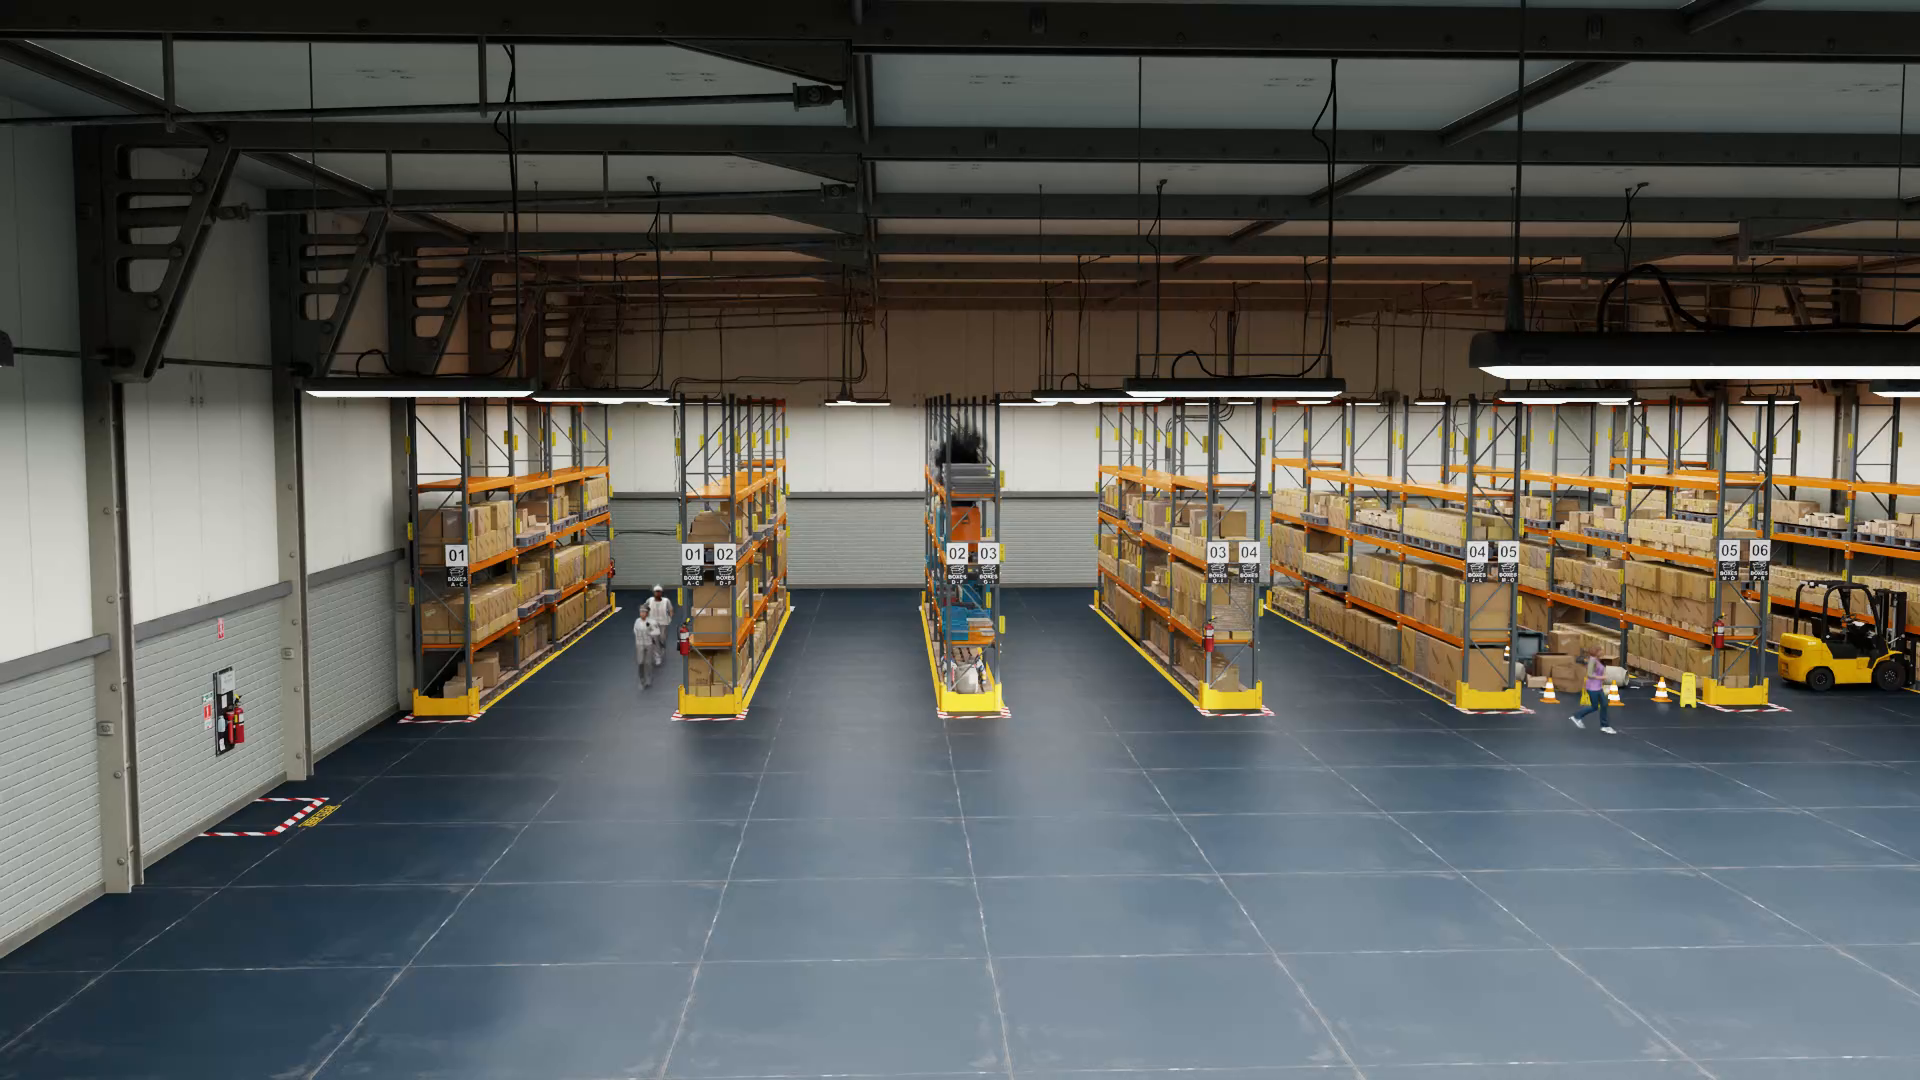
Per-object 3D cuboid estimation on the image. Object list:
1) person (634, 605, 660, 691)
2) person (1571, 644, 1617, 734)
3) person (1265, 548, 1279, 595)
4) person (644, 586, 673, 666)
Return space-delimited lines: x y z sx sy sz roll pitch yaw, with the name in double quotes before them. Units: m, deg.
"person" -6.422 2.195 34.091 0.584 1.754 0.760 0 5 0
"person" 11.204 2.634 29.386 0.794 1.569 0.574 3 5 33
"person" 9.292 0.996 49.167 0.579 1.671 0.764 1 5 14
"person" -6.794 1.903 37.410 0.678 1.762 0.802 -1 5 -9
